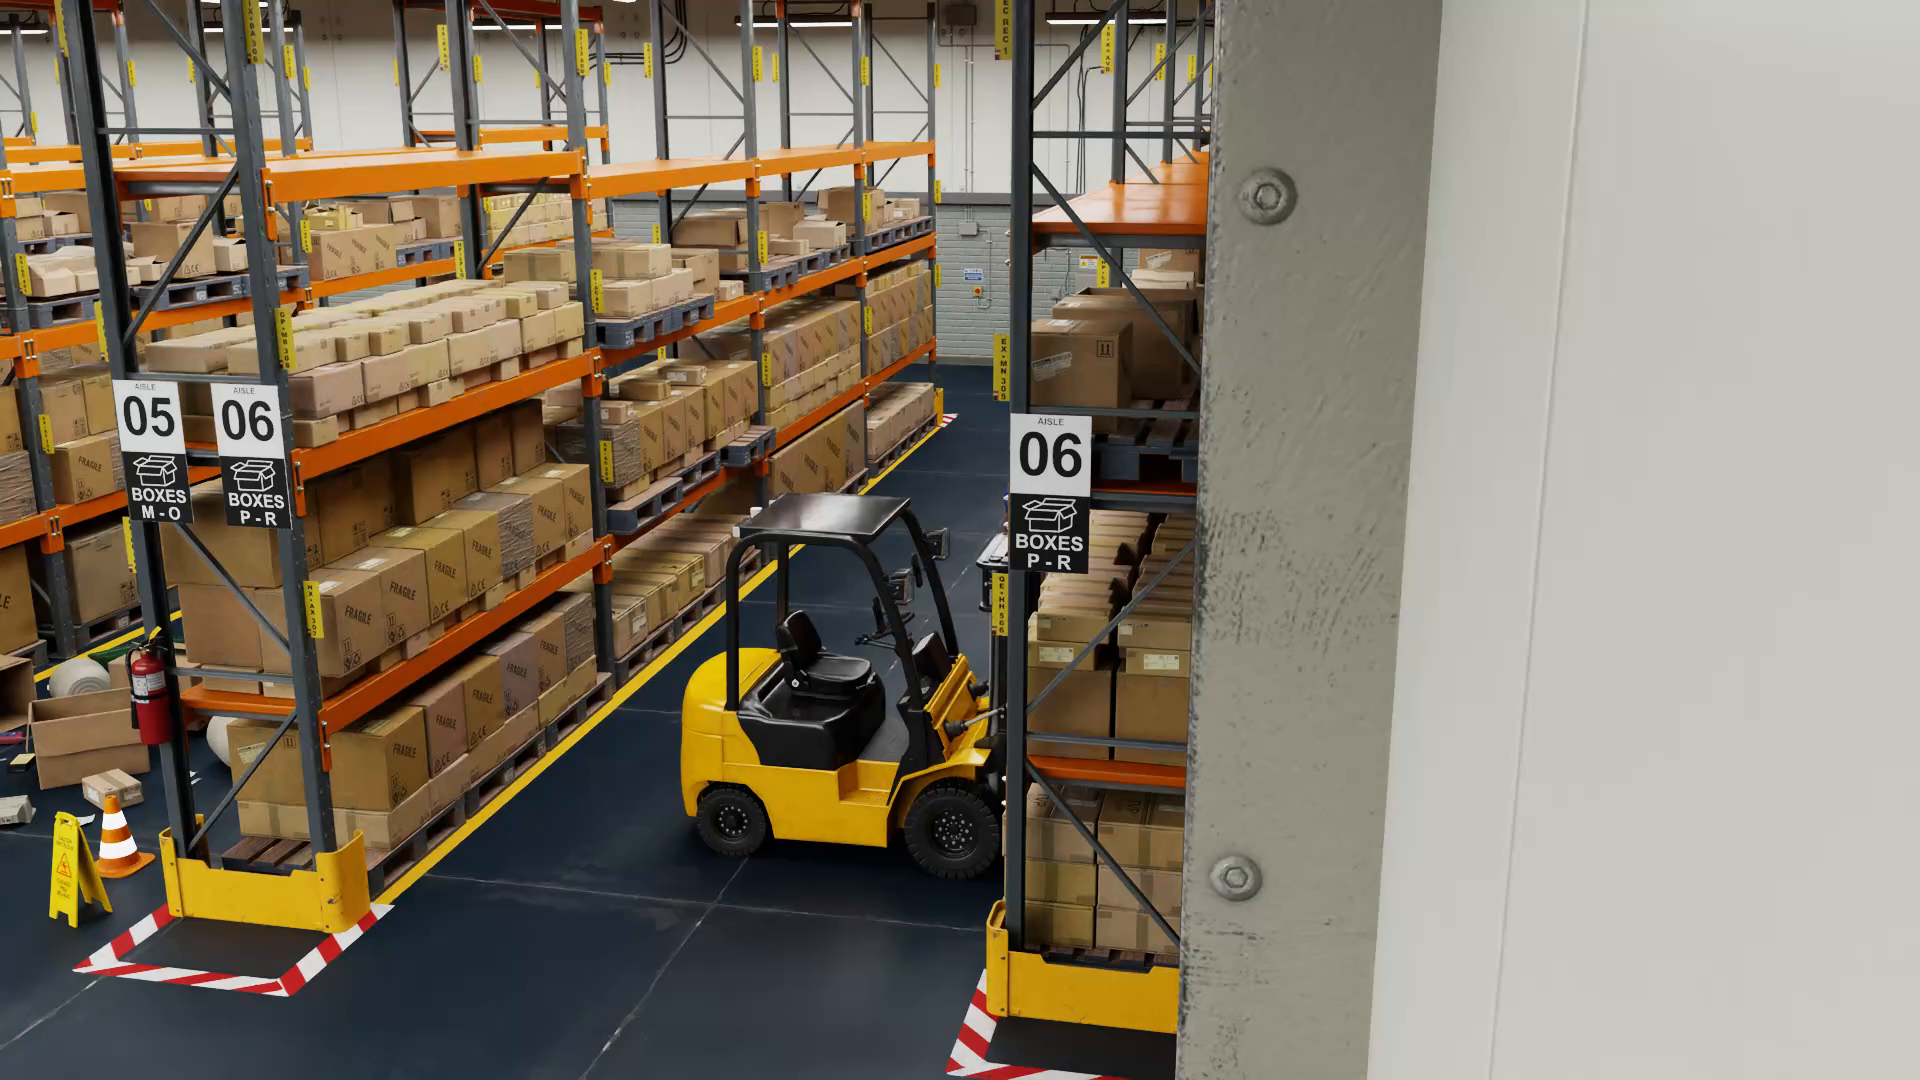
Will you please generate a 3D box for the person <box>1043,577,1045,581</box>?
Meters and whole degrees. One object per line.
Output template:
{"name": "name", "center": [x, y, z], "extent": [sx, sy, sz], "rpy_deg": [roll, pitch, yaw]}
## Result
{"name": "person", "center": [0.563, 0.553, 14.784], "extent": [0.458, 0.750, 0.863], "rpy_deg": [2, 15, 8]}
